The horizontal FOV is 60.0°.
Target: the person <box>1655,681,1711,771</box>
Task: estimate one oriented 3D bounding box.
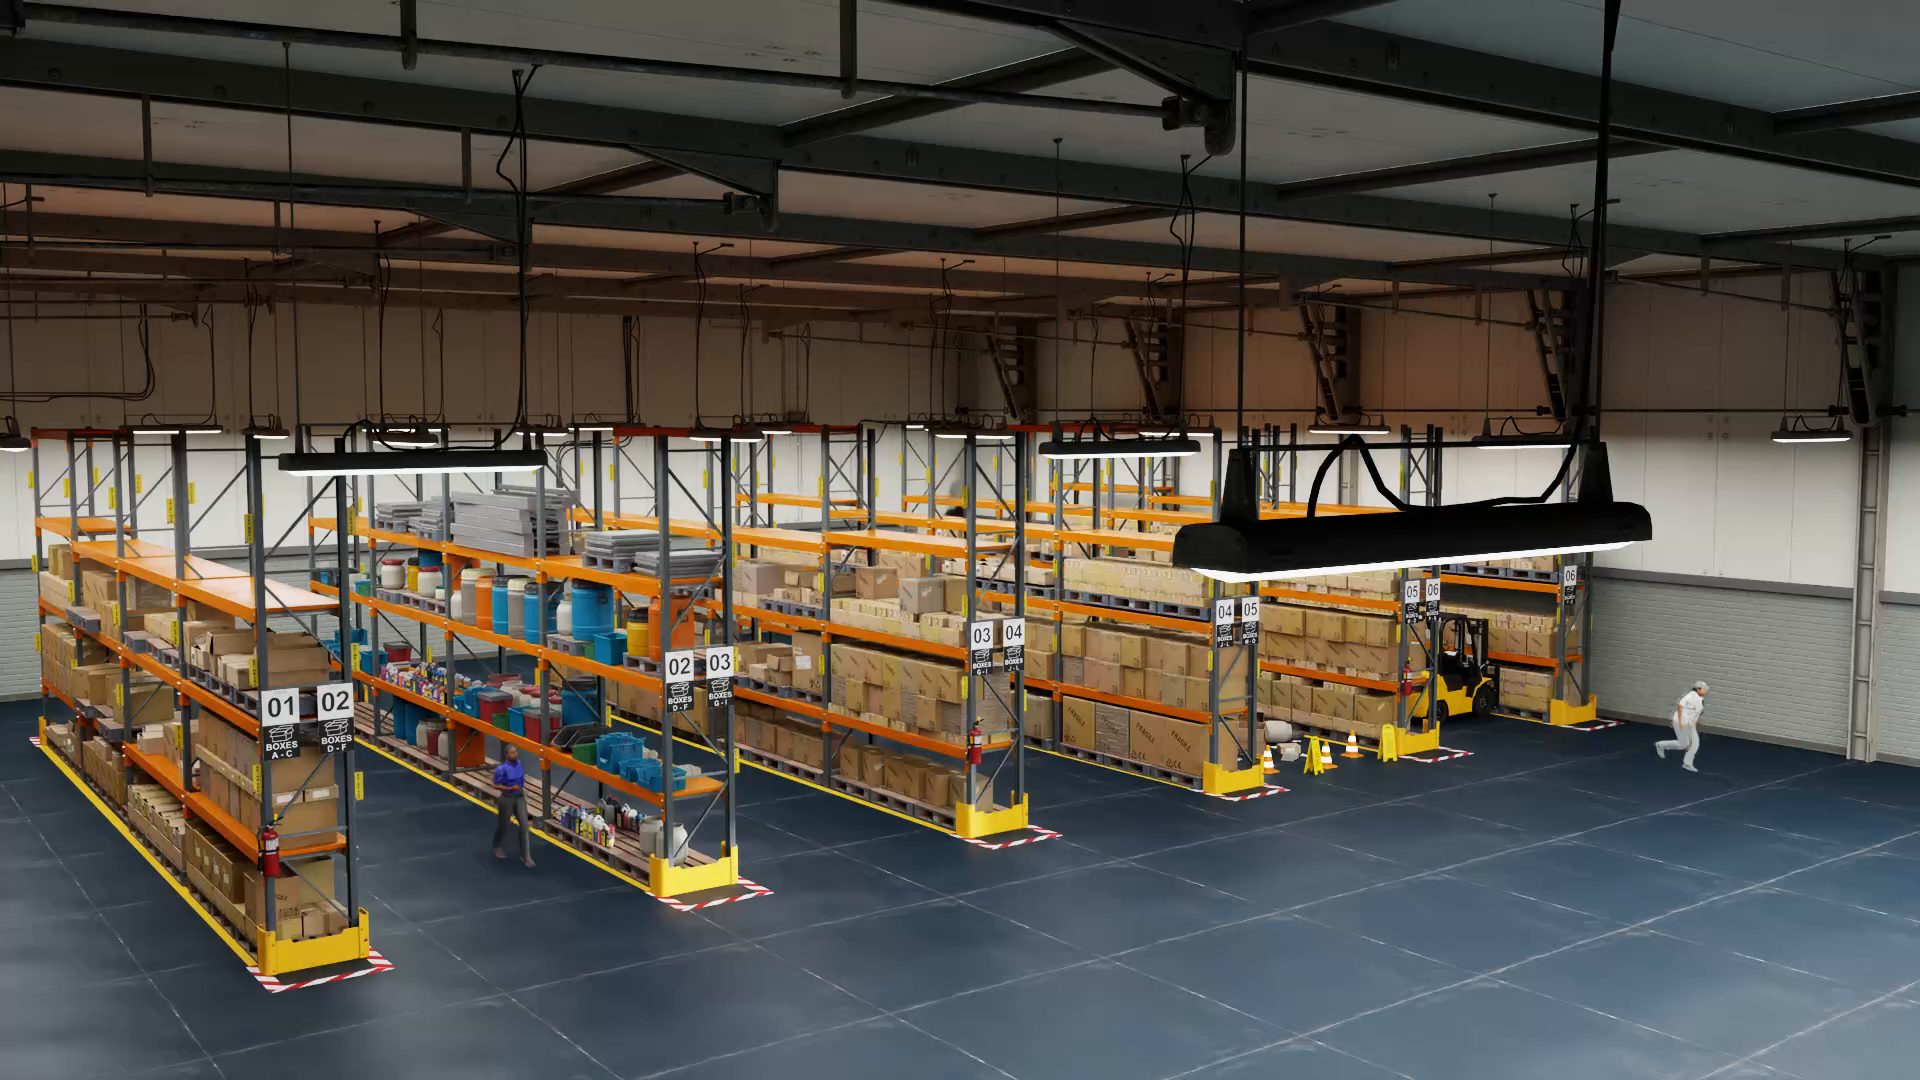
[{"bbox_3d":[12.761,3.262,29.340,0.892,1.618,0.606,3,6,37],"label":"person"}]

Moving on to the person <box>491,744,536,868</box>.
[{"bbox_3d":[-6.262,3.729,23.142,0.851,1.591,0.569,4,6,44],"label":"person"}]
